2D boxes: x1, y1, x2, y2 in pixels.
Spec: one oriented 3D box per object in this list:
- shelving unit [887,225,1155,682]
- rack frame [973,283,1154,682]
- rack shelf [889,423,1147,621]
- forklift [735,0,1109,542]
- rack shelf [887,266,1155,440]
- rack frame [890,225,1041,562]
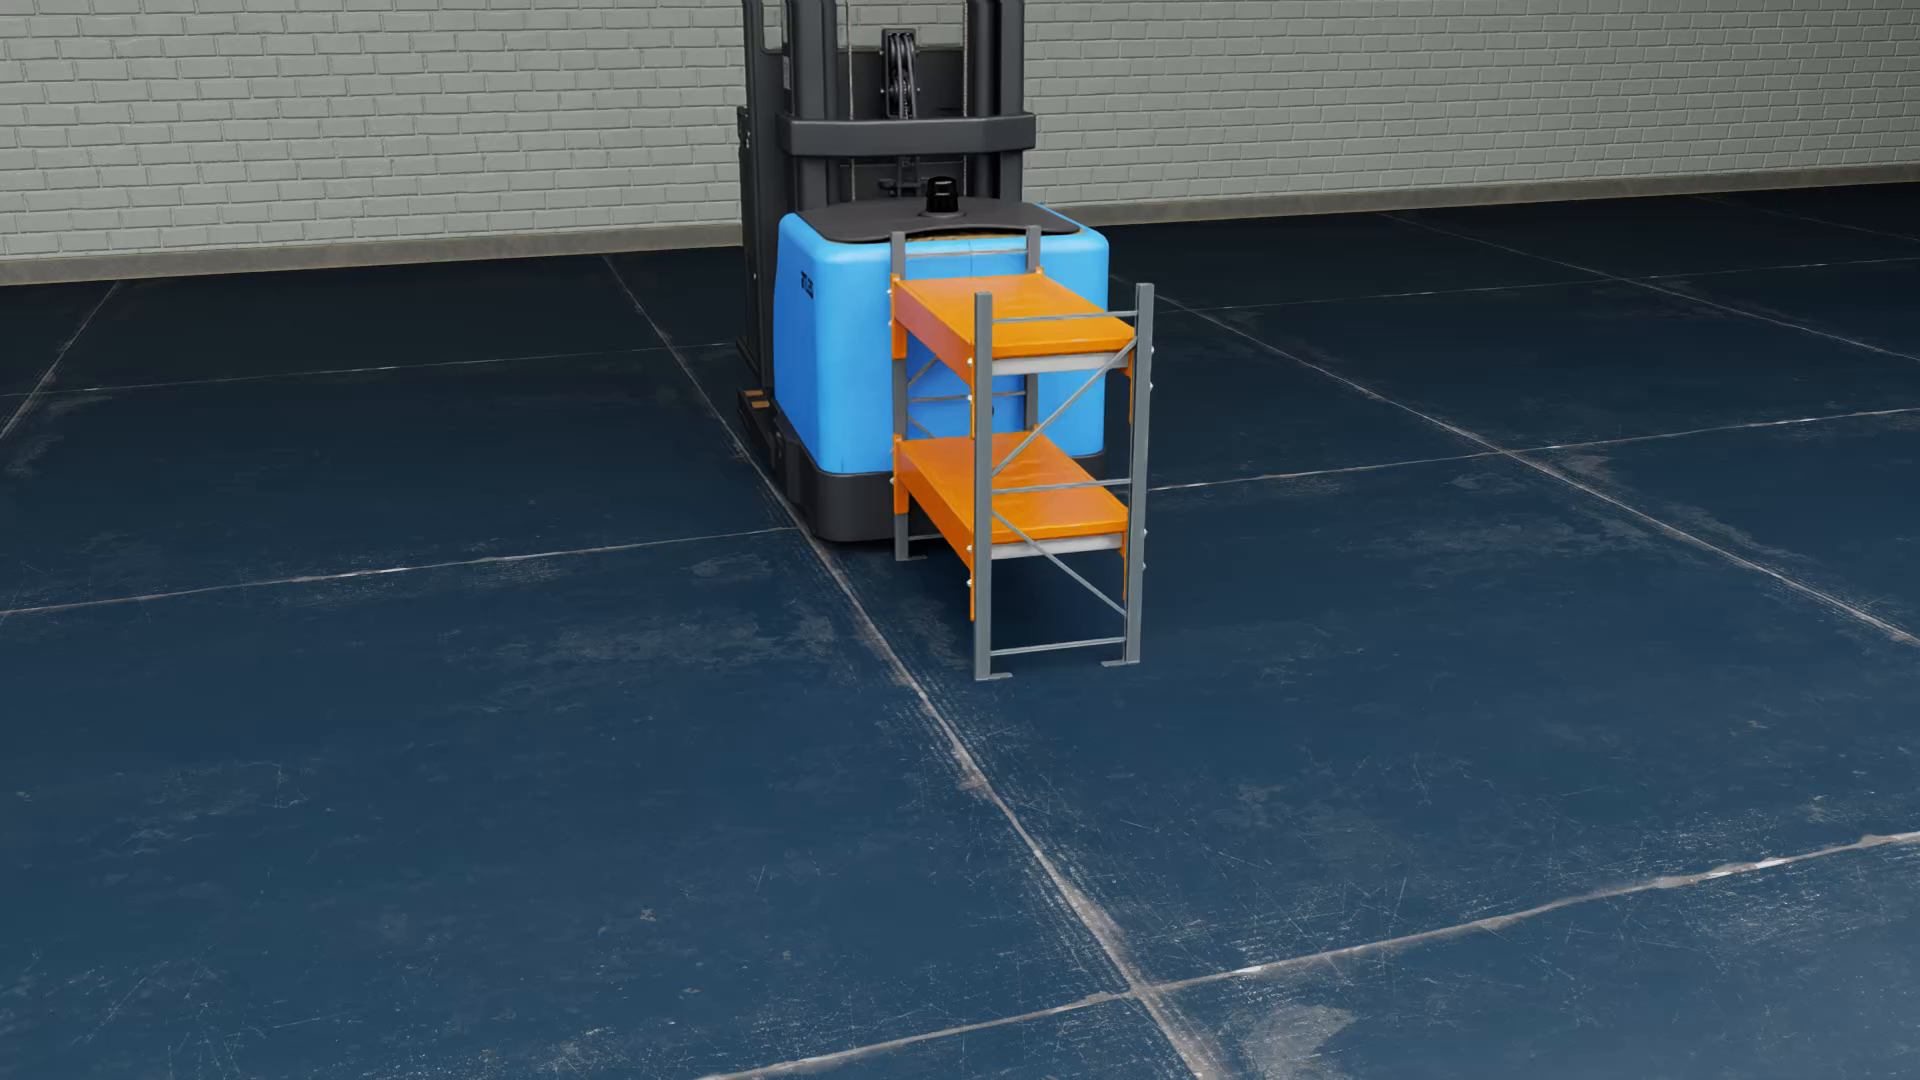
[{"bbox_3d":[0.152,-0.313,5.125,0.538,1.125,1.048,-5,20,-14],"label":"shelving unit"},{"bbox_3d":[0.284,-0.147,4.663,0.500,1.125,0.032,-5,20,-14],"label":"rack frame"},{"bbox_3d":[0.152,-0.083,5.208,0.538,0.278,1.000,-5,20,-14],"label":"rack shelf"},{"bbox_3d":[-0.351,-1.837,6.694,1.130,2.935,3.031,-5,20,-14],"label":"forklift"},{"bbox_3d":[0.152,-0.589,5.026,0.538,0.278,1.000,-5,20,-14],"label":"rack shelf"},{"bbox_3d":[0.020,-0.479,5.587,0.500,1.125,0.032,-5,20,-14],"label":"rack frame"}]
